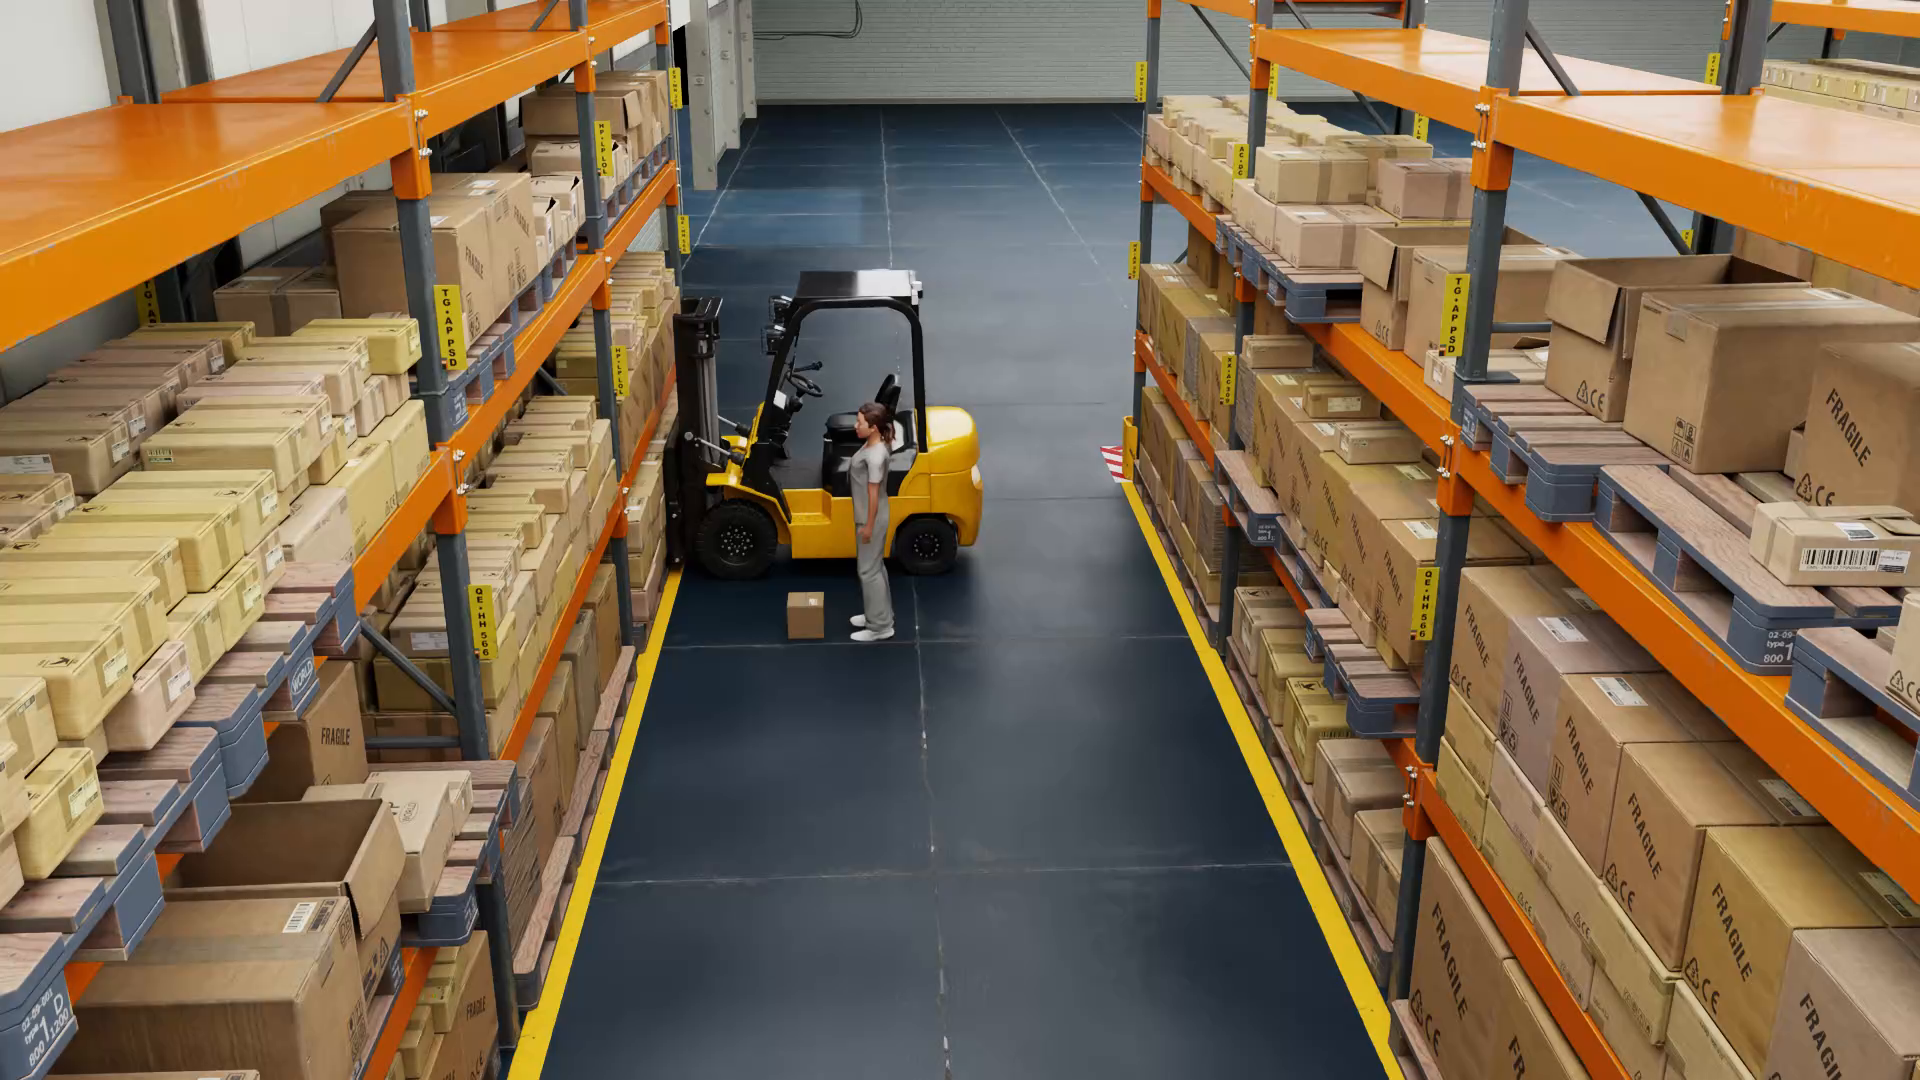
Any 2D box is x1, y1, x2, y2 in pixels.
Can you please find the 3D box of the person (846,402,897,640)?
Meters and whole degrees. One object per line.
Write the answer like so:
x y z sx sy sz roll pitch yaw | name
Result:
-0.598 -0.129 11.467 0.355 1.690 0.438 -1 20 -2 | person
